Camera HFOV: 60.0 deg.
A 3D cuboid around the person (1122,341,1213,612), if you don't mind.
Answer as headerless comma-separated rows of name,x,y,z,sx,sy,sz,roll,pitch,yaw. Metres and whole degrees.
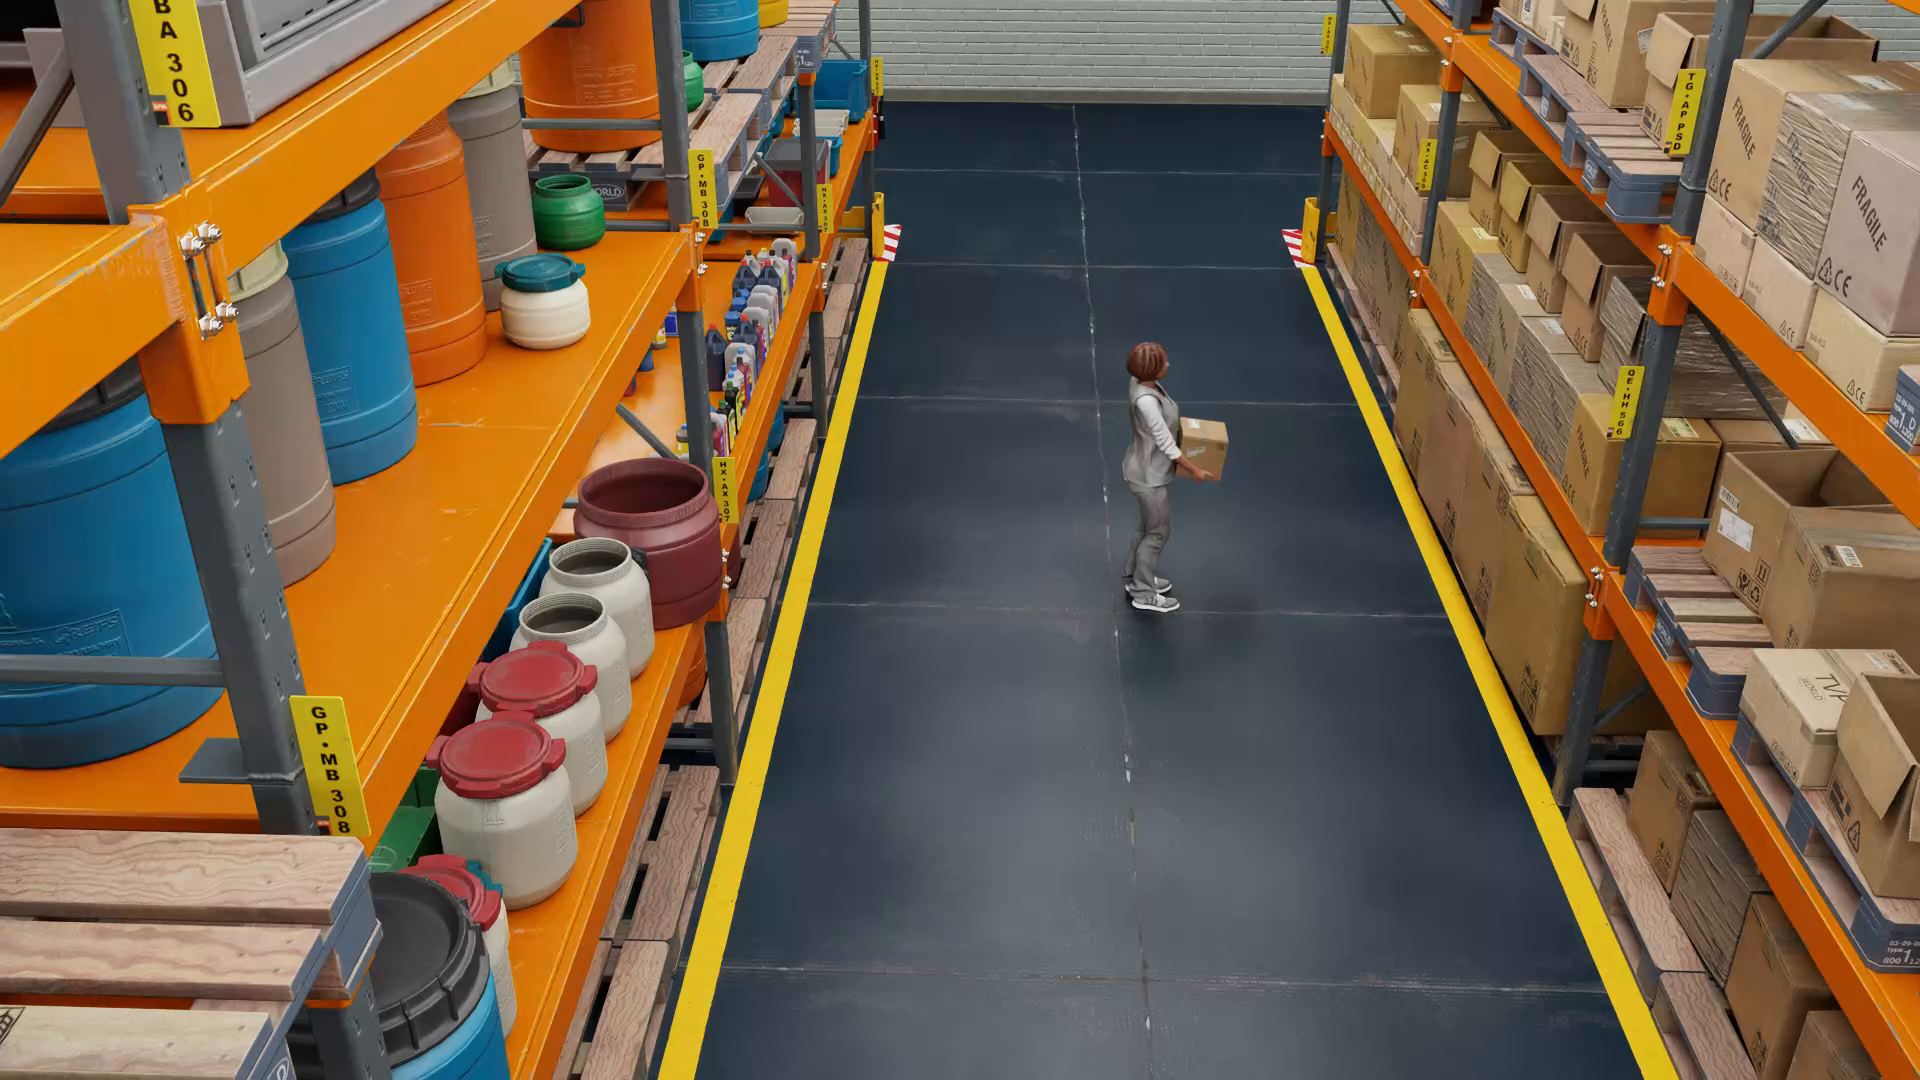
person,1.150,-0.354,9.296,0.498,1.591,0.404,2,28,3
